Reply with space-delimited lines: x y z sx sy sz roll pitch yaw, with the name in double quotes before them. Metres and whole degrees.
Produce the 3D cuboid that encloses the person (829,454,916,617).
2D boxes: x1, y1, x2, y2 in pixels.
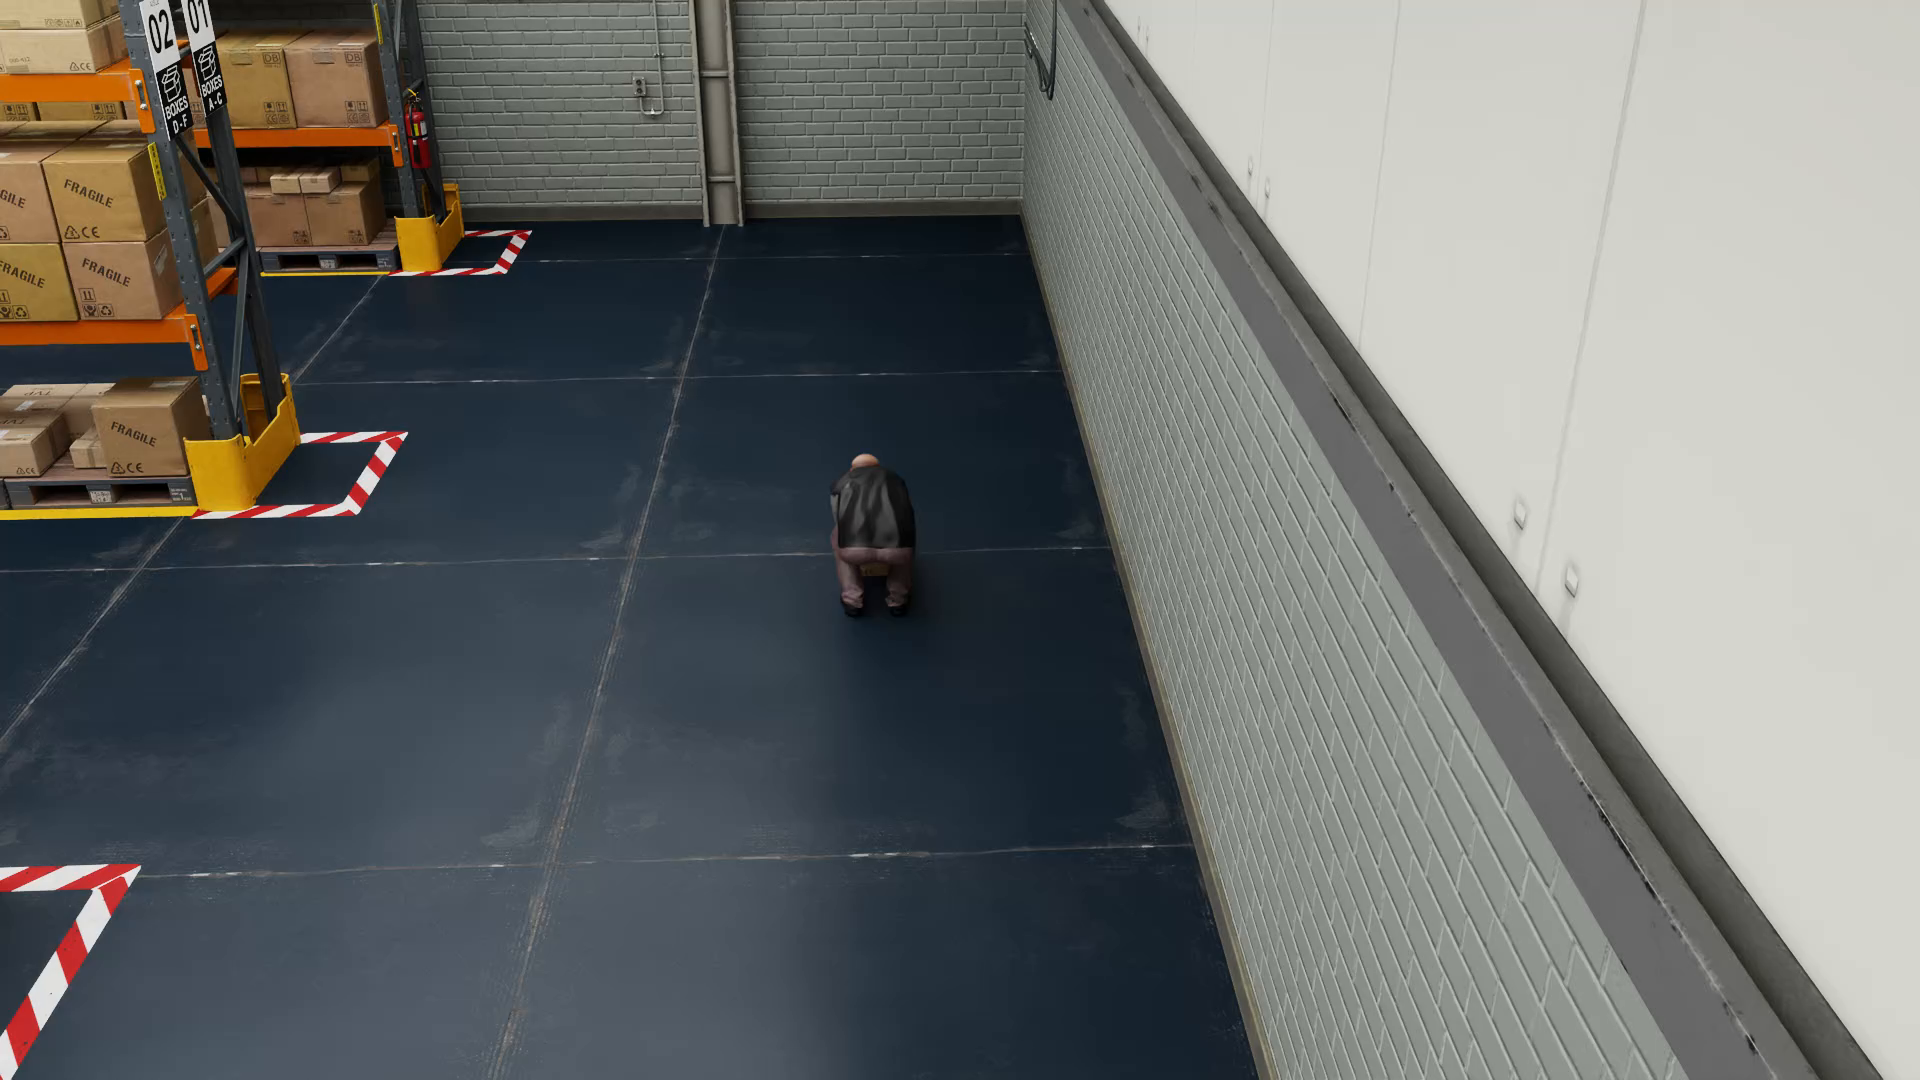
"person" -0.507 -0.026 9.745 0.505 0.794 0.943 -2 27 -3
